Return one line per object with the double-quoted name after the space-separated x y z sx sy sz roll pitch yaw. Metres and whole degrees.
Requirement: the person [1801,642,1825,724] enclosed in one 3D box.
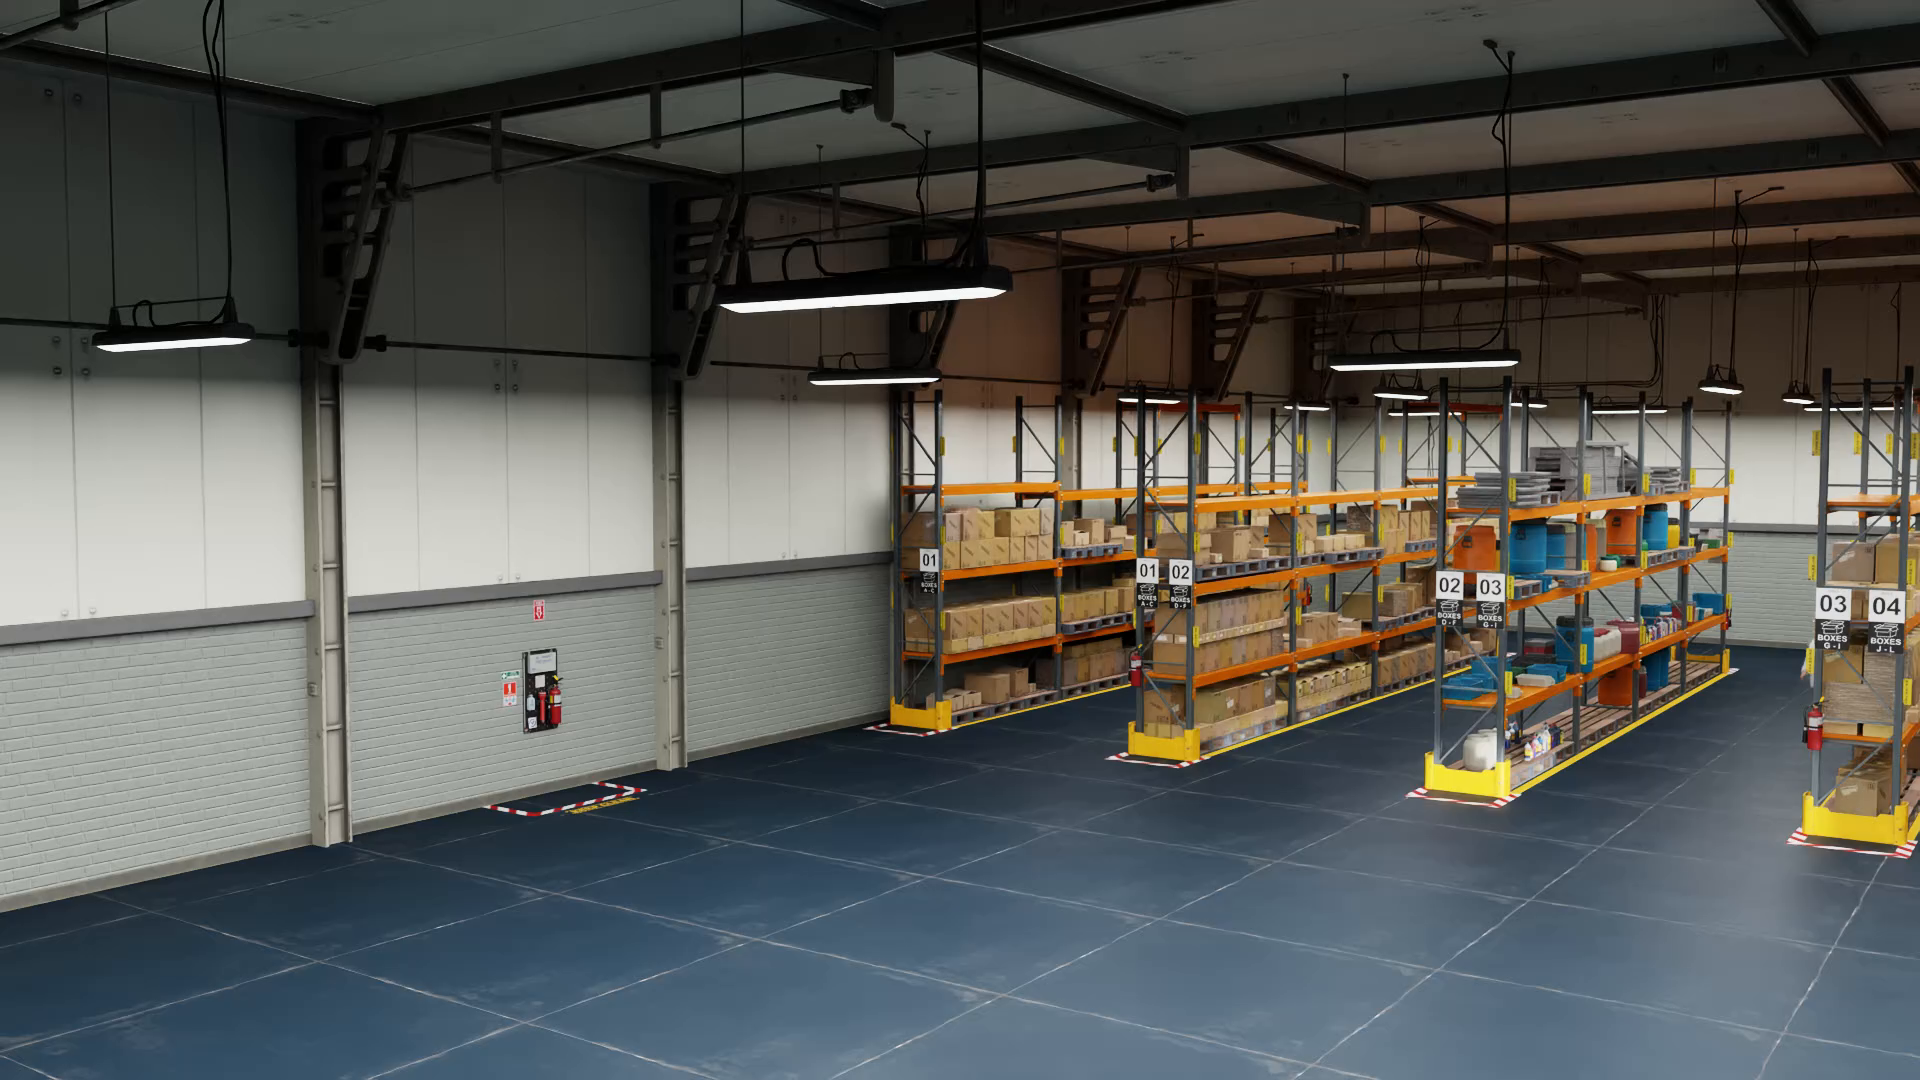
15.581 2.474 30.043 0.671 1.615 1.142 3 4 38 "person"
